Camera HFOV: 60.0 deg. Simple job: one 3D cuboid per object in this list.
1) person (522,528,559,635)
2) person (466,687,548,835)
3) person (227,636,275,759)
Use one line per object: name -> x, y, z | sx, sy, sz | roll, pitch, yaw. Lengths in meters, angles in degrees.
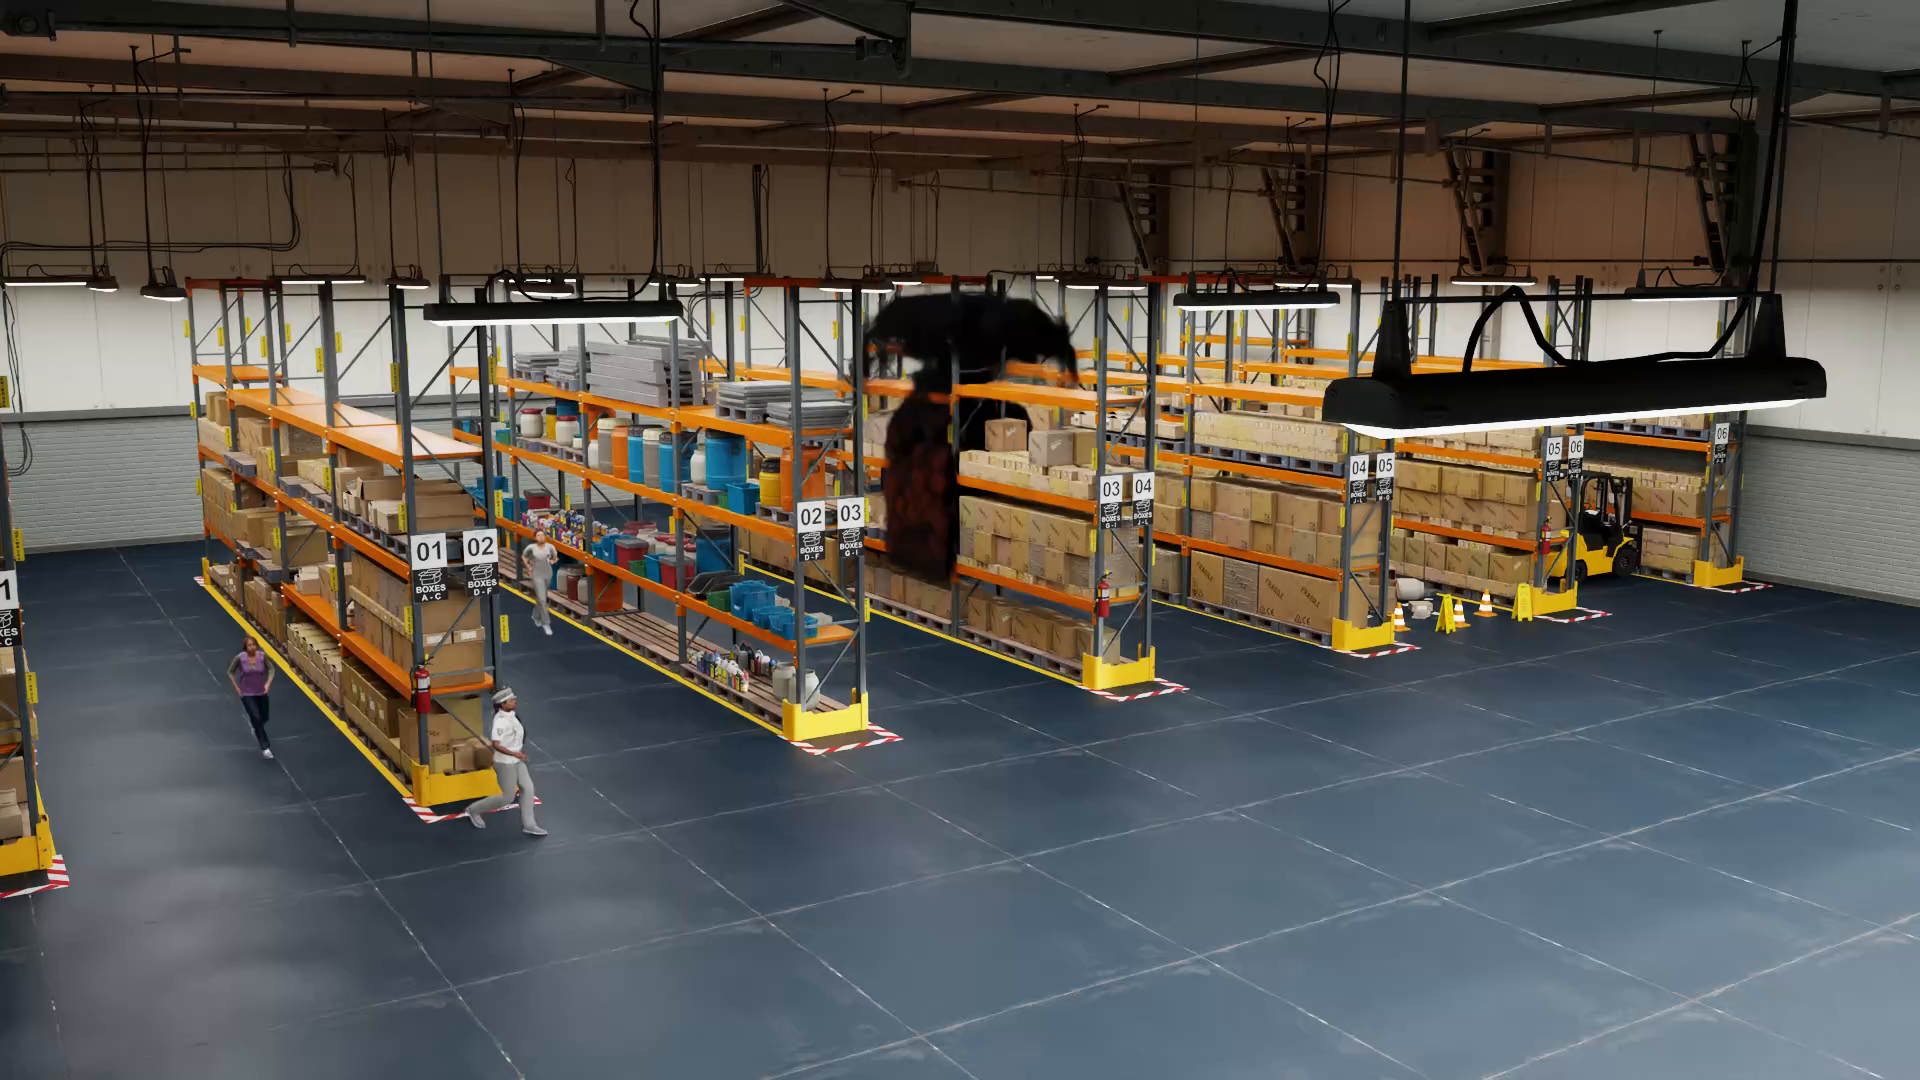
person -> -6.859, 0.647, 27.358 | 0.549, 1.713, 0.826 | -7, 12, -35
person -> -5.030, 2.460, 18.446 | 0.884, 1.673, 0.609 | 0, 10, -1
person -> -9.145, 2.039, 21.522 | 0.560, 1.491, 0.780 | -6, 11, -33
